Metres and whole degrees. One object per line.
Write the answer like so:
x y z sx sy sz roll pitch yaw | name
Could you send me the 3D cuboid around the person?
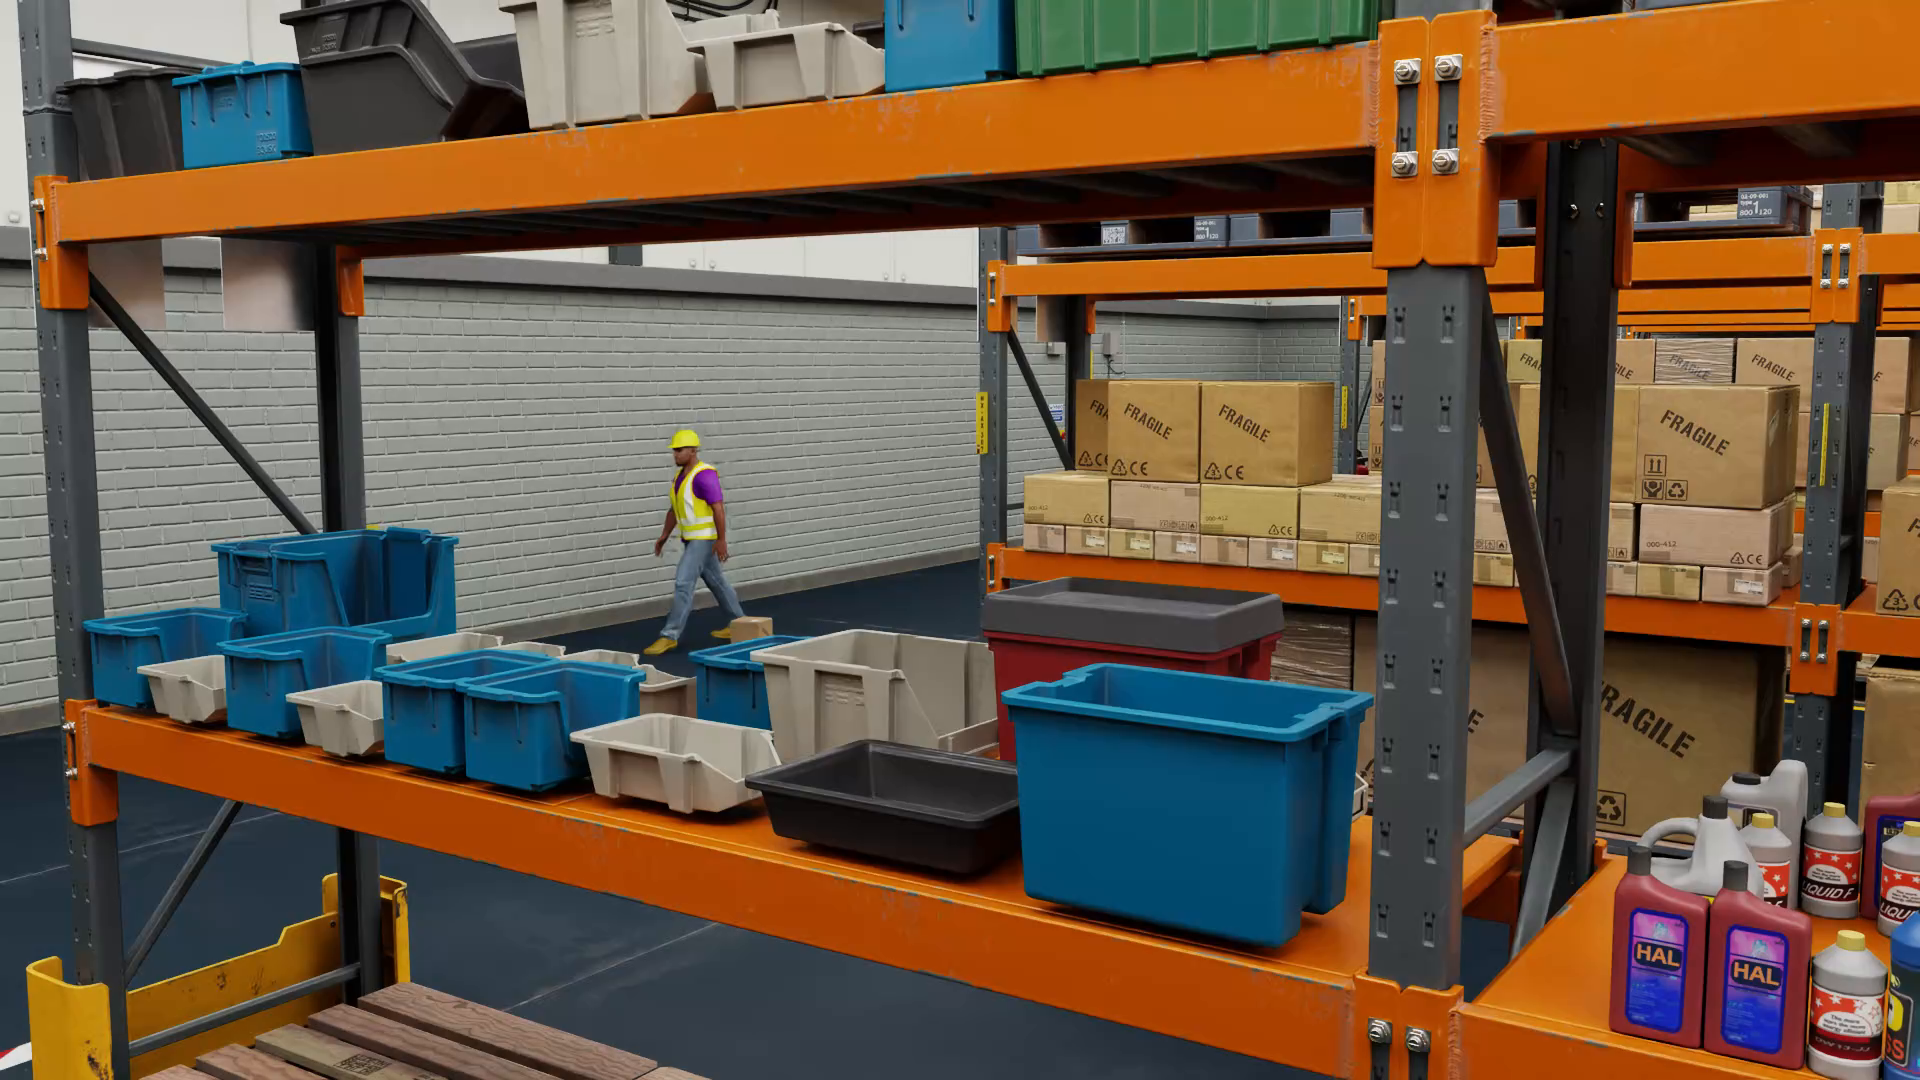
-2.129 -0.009 13.243 0.966 1.738 0.595 -4 7 -29 | person
